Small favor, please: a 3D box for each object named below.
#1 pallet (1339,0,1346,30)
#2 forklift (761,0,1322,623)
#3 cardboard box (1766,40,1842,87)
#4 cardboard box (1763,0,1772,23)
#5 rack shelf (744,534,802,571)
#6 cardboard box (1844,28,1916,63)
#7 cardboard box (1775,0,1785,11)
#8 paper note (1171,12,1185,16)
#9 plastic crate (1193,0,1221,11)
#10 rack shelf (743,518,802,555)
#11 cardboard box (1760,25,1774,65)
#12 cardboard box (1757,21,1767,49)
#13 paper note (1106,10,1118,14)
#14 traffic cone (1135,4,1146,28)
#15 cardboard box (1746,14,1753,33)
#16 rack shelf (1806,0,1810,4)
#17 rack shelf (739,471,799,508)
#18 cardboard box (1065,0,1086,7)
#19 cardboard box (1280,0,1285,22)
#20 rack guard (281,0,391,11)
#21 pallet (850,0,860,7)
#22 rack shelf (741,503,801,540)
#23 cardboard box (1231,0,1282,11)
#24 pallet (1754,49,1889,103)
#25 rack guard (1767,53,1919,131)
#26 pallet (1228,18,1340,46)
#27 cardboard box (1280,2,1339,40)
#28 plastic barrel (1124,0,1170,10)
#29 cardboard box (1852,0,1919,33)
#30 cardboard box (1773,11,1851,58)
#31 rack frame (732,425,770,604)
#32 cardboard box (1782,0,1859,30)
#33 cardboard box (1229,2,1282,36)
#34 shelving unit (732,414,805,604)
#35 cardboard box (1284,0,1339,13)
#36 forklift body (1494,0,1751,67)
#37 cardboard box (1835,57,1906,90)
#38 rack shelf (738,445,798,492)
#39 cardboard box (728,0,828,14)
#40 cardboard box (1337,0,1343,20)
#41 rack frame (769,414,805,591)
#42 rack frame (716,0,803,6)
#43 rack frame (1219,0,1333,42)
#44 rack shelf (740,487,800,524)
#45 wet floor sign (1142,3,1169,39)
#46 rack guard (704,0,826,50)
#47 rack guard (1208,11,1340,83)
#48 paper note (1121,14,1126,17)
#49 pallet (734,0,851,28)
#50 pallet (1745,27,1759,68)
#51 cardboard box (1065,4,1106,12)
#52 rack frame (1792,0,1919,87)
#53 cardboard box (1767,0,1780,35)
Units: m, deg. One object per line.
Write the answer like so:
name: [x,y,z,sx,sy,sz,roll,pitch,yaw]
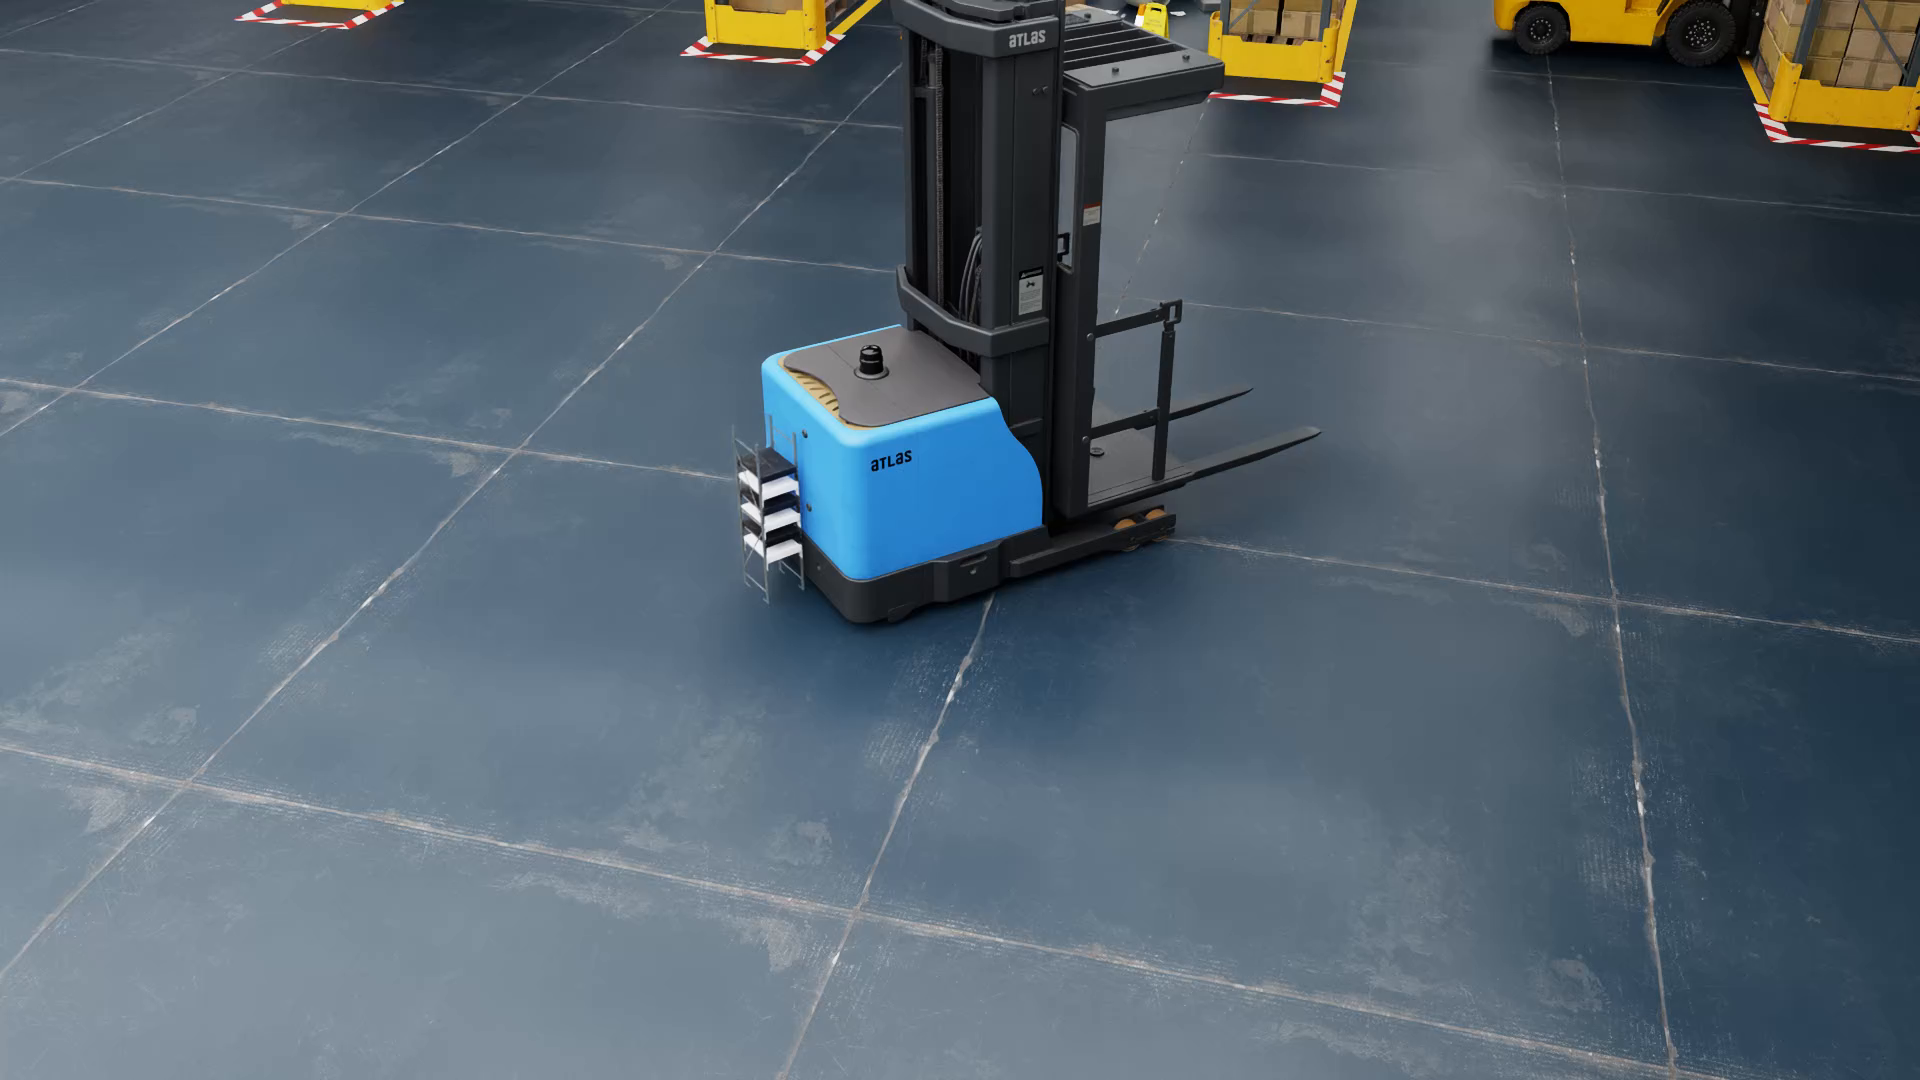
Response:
pallet: [3.469,-5.531,17.253,1.003,0.211,1.213,8,33,12]
forklift: [0.545,-1.405,8.229,3.031,2.935,1.130,-17,36,-25]
cardboard box: [7.513,-4.250,14.811,0.500,0.250,0.500,8,33,13]
cardboard box: [7.769,-4.999,15.523,0.500,0.250,0.500,7,33,11]
rack shelf: [-0.934,0.034,8.254,0.200,0.077,0.258,-21,38,-30]
cardboard box: [8.020,-4.390,14.565,0.500,0.250,0.500,9,33,13]
cardboard box: [7.639,-4.932,14.952,0.500,0.250,0.500,9,33,13]
paper note: [2.285,-5.513,17.394,0.142,0.019,0.148,-3,33,-4]
plastic crate: [2.721,-5.761,17.737,0.402,0.080,0.583,-3,33,-4]
rack shelf: [-0.934,-0.042,8.206,0.200,0.077,0.258,-21,38,-30]
cardboard box: [7.649,-4.507,15.215,0.500,0.250,0.500,8,33,12]
cardboard box: [7.784,-4.765,15.621,0.500,0.250,0.500,8,33,13]
paper note: [1.573,-5.544,17.454,0.148,0.019,0.142,20,38,29]
traffic cone: [1.759,-4.948,16.103,0.336,0.463,0.334,8,33,12]
cardboard box: [7.894,-5.038,16.050,0.500,0.250,0.500,9,34,14]
rack shelf: [8.207,-5.681,15.560,1.077,0.370,4.000,8,33,12]
rack shelf: [-0.933,-0.270,8.062,0.200,0.077,0.258,-21,38,-30]
cardboard box: [0.894,-5.823,17.441,0.797,0.503,0.637,-14,35,-21]
cardboard box: [2.982,-5.361,16.558,0.500,0.250,0.500,8,33,13]
rack guard: [-6.669,-5.954,17.650,1.175,0.500,0.348,8,33,12]
pallet: [-1.477,-6.122,18.183,1.003,0.211,1.213,8,33,12]
rack shelf: [-0.934,-0.118,8.158,0.200,0.077,0.258,-21,38,-30]
cardboard box: [2.849,-5.405,15.928,0.500,0.500,0.500,8,33,13]
pallet: [7.853,-4.172,15.116,1.003,0.211,1.213,8,33,12]
rack guard: [7.694,-3.879,14.386,1.175,0.500,0.348,8,33,12]
pallet: [3.157,-4.900,16.261,1.003,0.211,1.213,8,33,12]
cardboard box: [3.370,-5.018,16.019,0.500,0.250,0.500,8,33,12]
plastic barrel: [1.957,-5.811,17.496,0.421,0.421,0.512,-21,38,-29]
cardboard box: [8.005,-4.609,14.443,0.500,0.250,0.500,8,33,12]
cardboard box: [7.521,-4.469,14.690,0.500,0.250,0.500,8,33,12]
rack frame: [-1.016,-0.114,8.089,0.006,0.900,0.240,-21,38,-30]
cardboard box: [7.515,-4.667,14.534,0.500,0.250,0.500,9,34,14]
cardboard box: [2.848,-5.106,16.157,0.500,0.250,0.500,8,33,12]
shelving unit: [-0.934,-0.146,8.140,0.210,0.900,0.258,-21,38,-30]
cardboard box: [3.375,-5.347,15.837,0.500,0.500,0.500,7,33,11]
forklift body: [6.416,-5.821,15.901,2.313,2.155,1.214,8,33,12]
cardboard box: [8.013,-4.192,14.719,0.500,0.250,0.500,8,33,13]
rack shelf: [-0.933,-0.346,8.013,0.200,0.077,0.258,-21,38,-30]
cardboard box: [-1.808,-5.883,16.798,0.875,0.875,0.875,8,33,13]
cardboard box: [3.507,-5.282,16.434,0.500,0.250,0.500,9,34,14]
rack frame: [-0.852,-0.178,8.191,0.006,0.900,0.240,-21,38,-30]
rack frame: [-1.916,-6.242,15.772,1.000,3.000,0.127,8,33,12]
rack frame: [2.898,-5.620,14.795,1.000,3.000,0.127,8,33,12]
rack shelf: [-0.934,-0.194,8.110,0.200,0.077,0.258,-21,38,-30]
wet floor sign: [1.814,-4.674,15.501,0.267,0.644,0.232,20,38,29]
rack guard: [-1.922,-5.174,16.423,1.175,0.500,0.348,8,33,12]
rack guard: [2.917,-4.605,15.527,1.175,0.500,0.348,8,33,12]
paper note: [1.704,-5.470,17.344,0.032,0.001,0.123,8,33,12]
pallet: [-1.789,-5.491,17.190,1.003,0.211,1.213,8,33,12]
pallet: [8.165,-4.803,16.109,1.003,0.211,1.213,8,33,12]
cardboard box: [1.276,-5.372,17.062,0.380,0.149,0.250,28,42,36]
rack frame: [7.700,-4.946,13.735,1.000,3.000,0.127,8,33,12]
cardboard box: [7.658,-4.728,15.097,0.500,0.250,0.500,8,33,12]
